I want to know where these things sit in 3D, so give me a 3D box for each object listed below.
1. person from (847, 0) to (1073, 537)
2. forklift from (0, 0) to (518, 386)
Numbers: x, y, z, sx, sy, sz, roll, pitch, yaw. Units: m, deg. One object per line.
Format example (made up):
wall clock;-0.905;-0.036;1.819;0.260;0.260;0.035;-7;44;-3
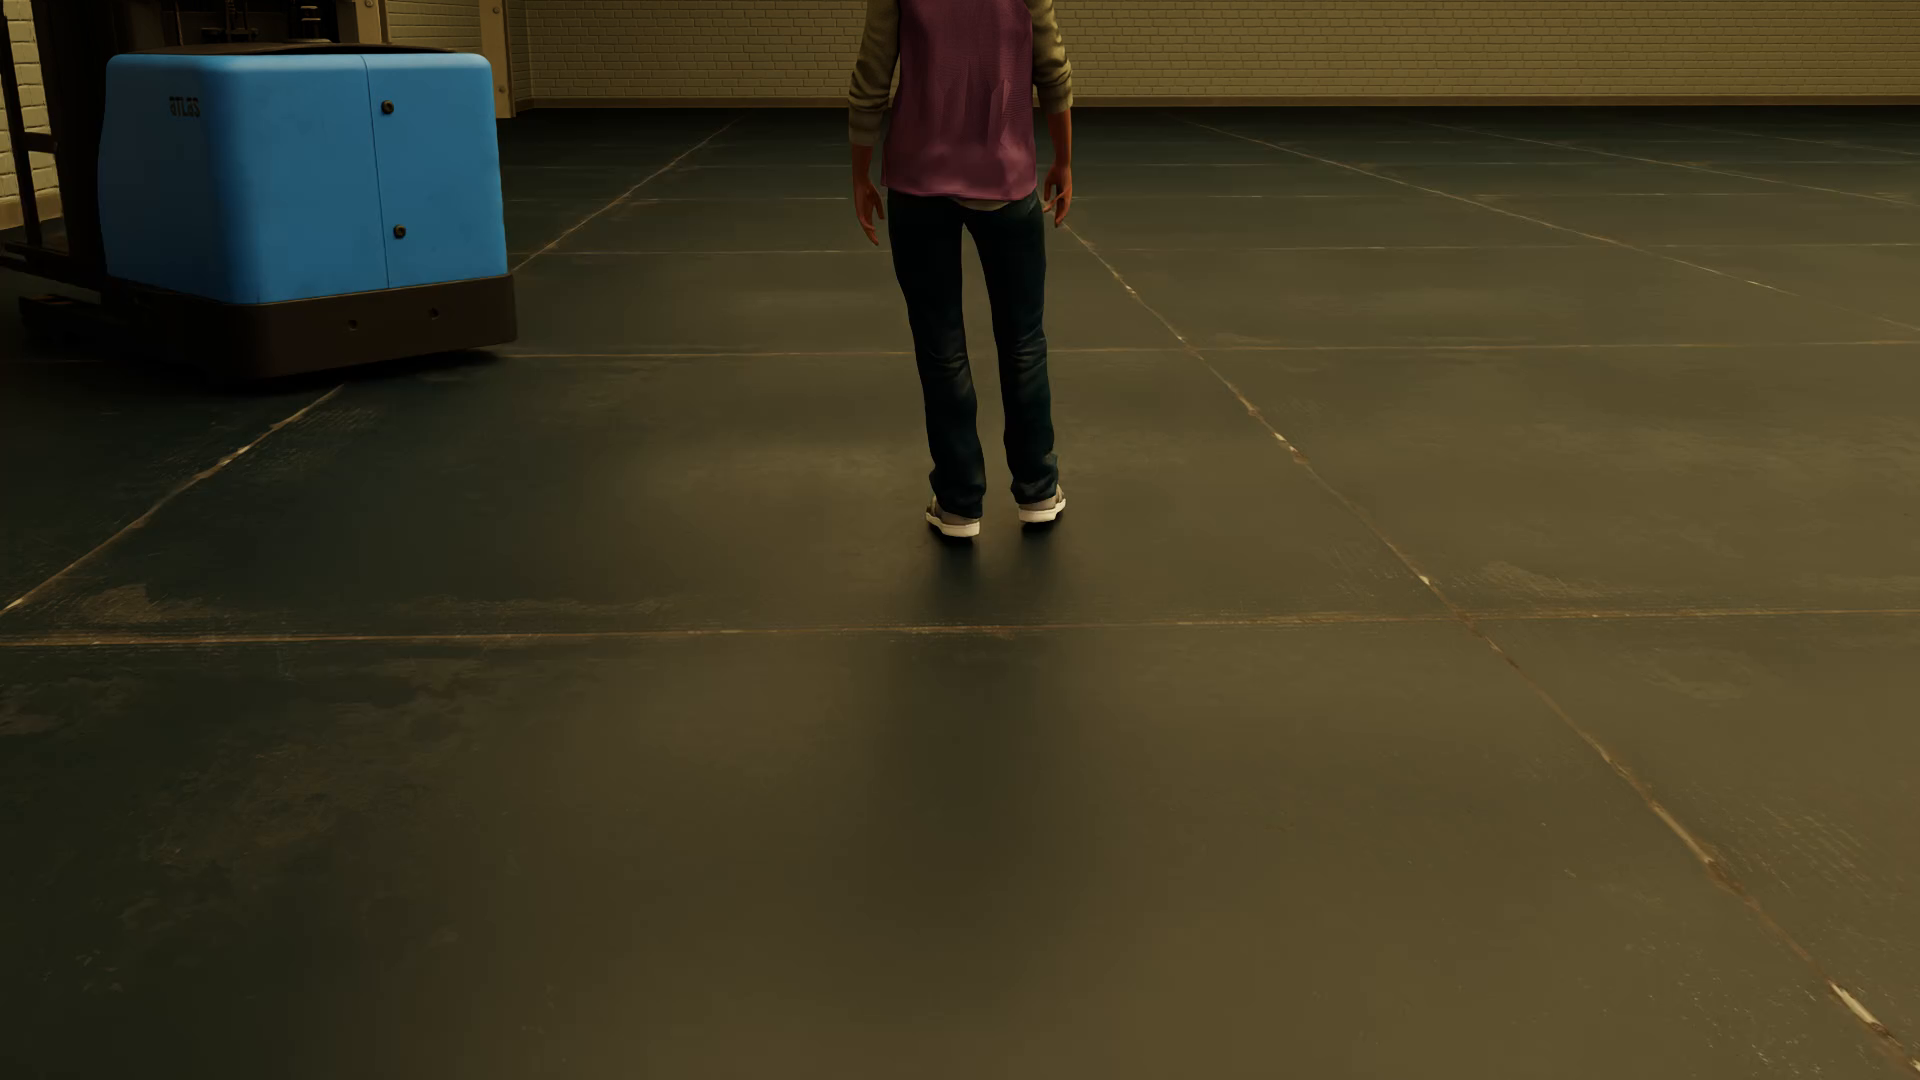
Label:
person;0.010;-0.791;3.754;0.520;1.593;0.476;-1;17;-3
forklift;-3.039;-2.253;6.272;3.031;2.935;1.130;15;23;40
